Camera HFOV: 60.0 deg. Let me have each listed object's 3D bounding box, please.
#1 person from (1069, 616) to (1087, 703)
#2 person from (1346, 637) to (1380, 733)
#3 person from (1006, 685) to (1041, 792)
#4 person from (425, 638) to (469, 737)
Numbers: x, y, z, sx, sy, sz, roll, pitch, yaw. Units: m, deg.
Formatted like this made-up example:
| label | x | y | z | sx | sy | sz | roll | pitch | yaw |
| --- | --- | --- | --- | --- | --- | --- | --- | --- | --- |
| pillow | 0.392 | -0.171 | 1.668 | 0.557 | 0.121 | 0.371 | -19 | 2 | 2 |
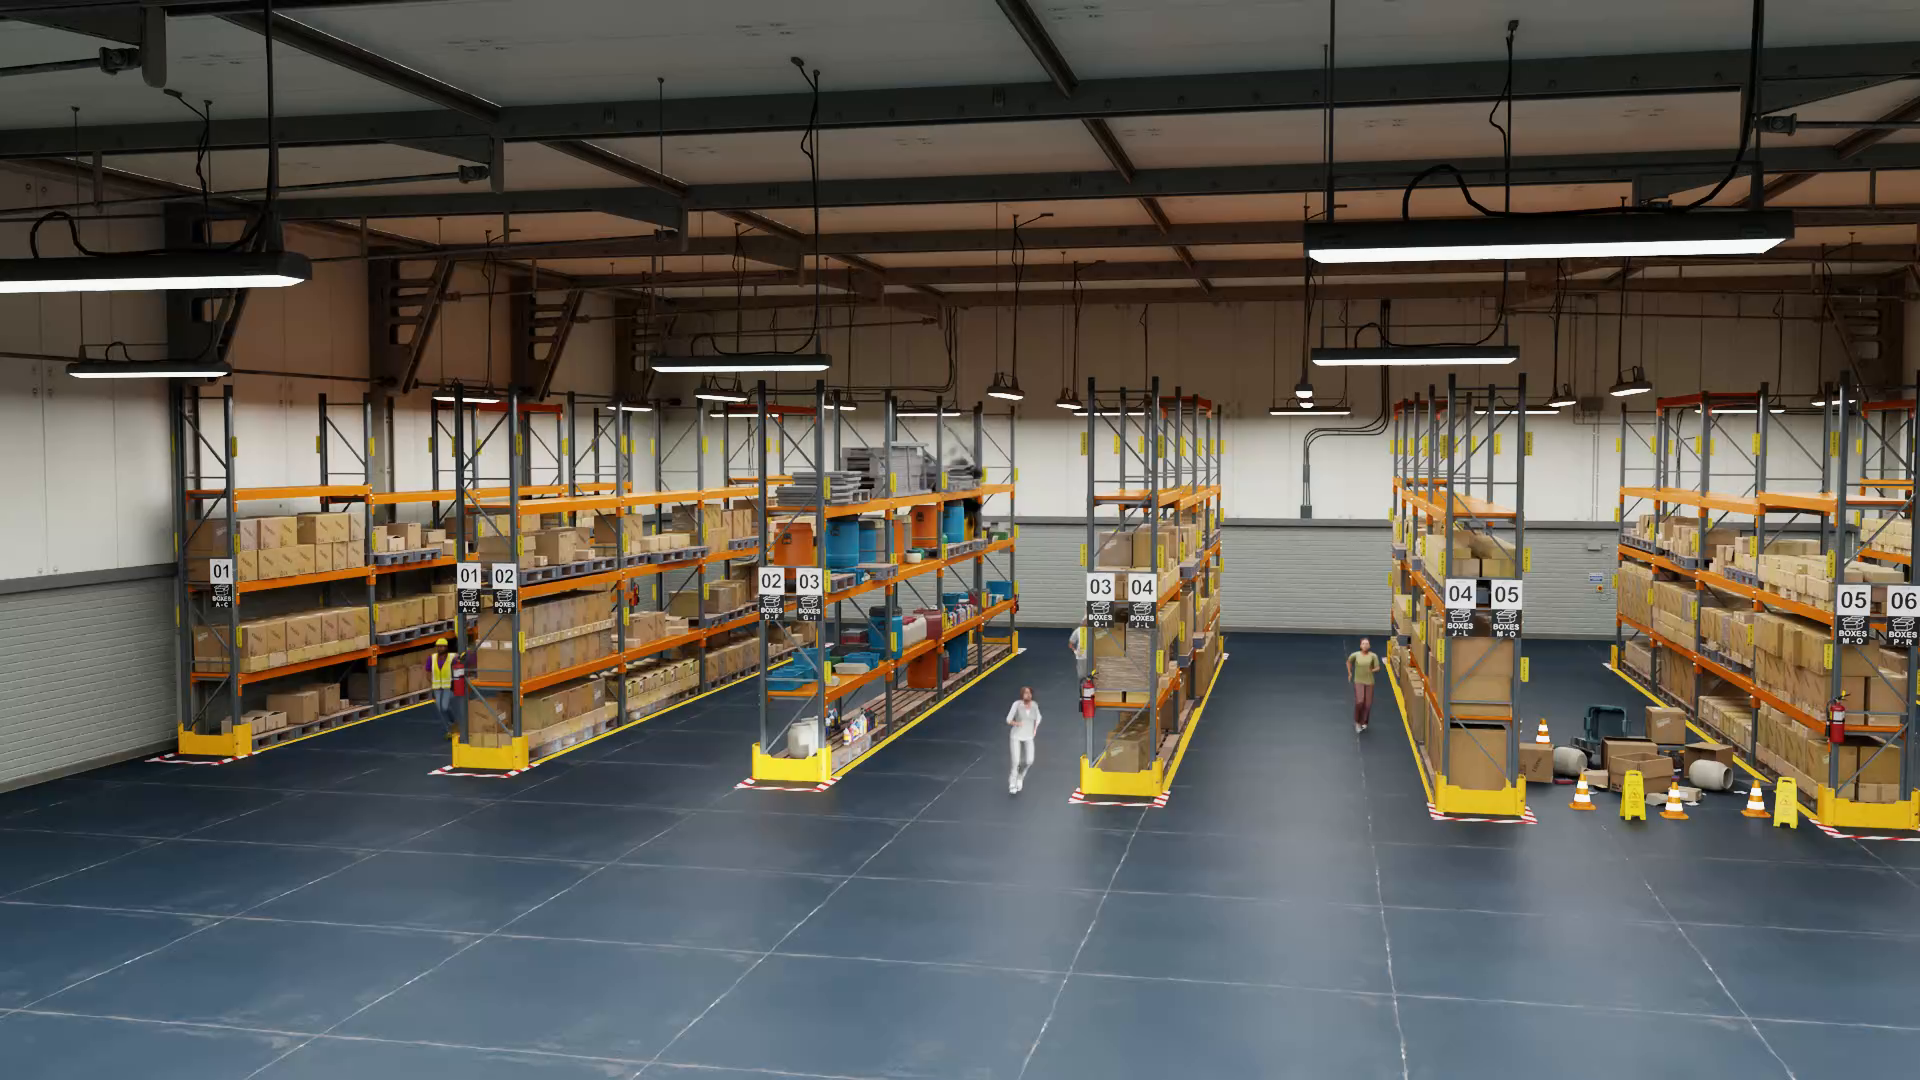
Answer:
| label | x | y | z | sx | sy | sz | roll | pitch | yaw |
| --- | --- | --- | --- | --- | --- | --- | --- | --- | --- |
| person | 2.452 | 2.319 | 32.162 | 0.707 | 1.771 | 1.006 | 0 | 3 | 6 |
| person | 7.072 | 2.536 | 29.119 | 0.548 | 1.671 | 0.670 | 0 | 3 | 5 |
| person | 0.939 | 2.874 | 23.970 | 0.544 | 1.554 | 0.601 | -1 | 3 | -10 |
| person | -8.829 | 2.535 | 28.452 | 0.694 | 1.715 | 0.650 | 0 | 3 | 7 |
